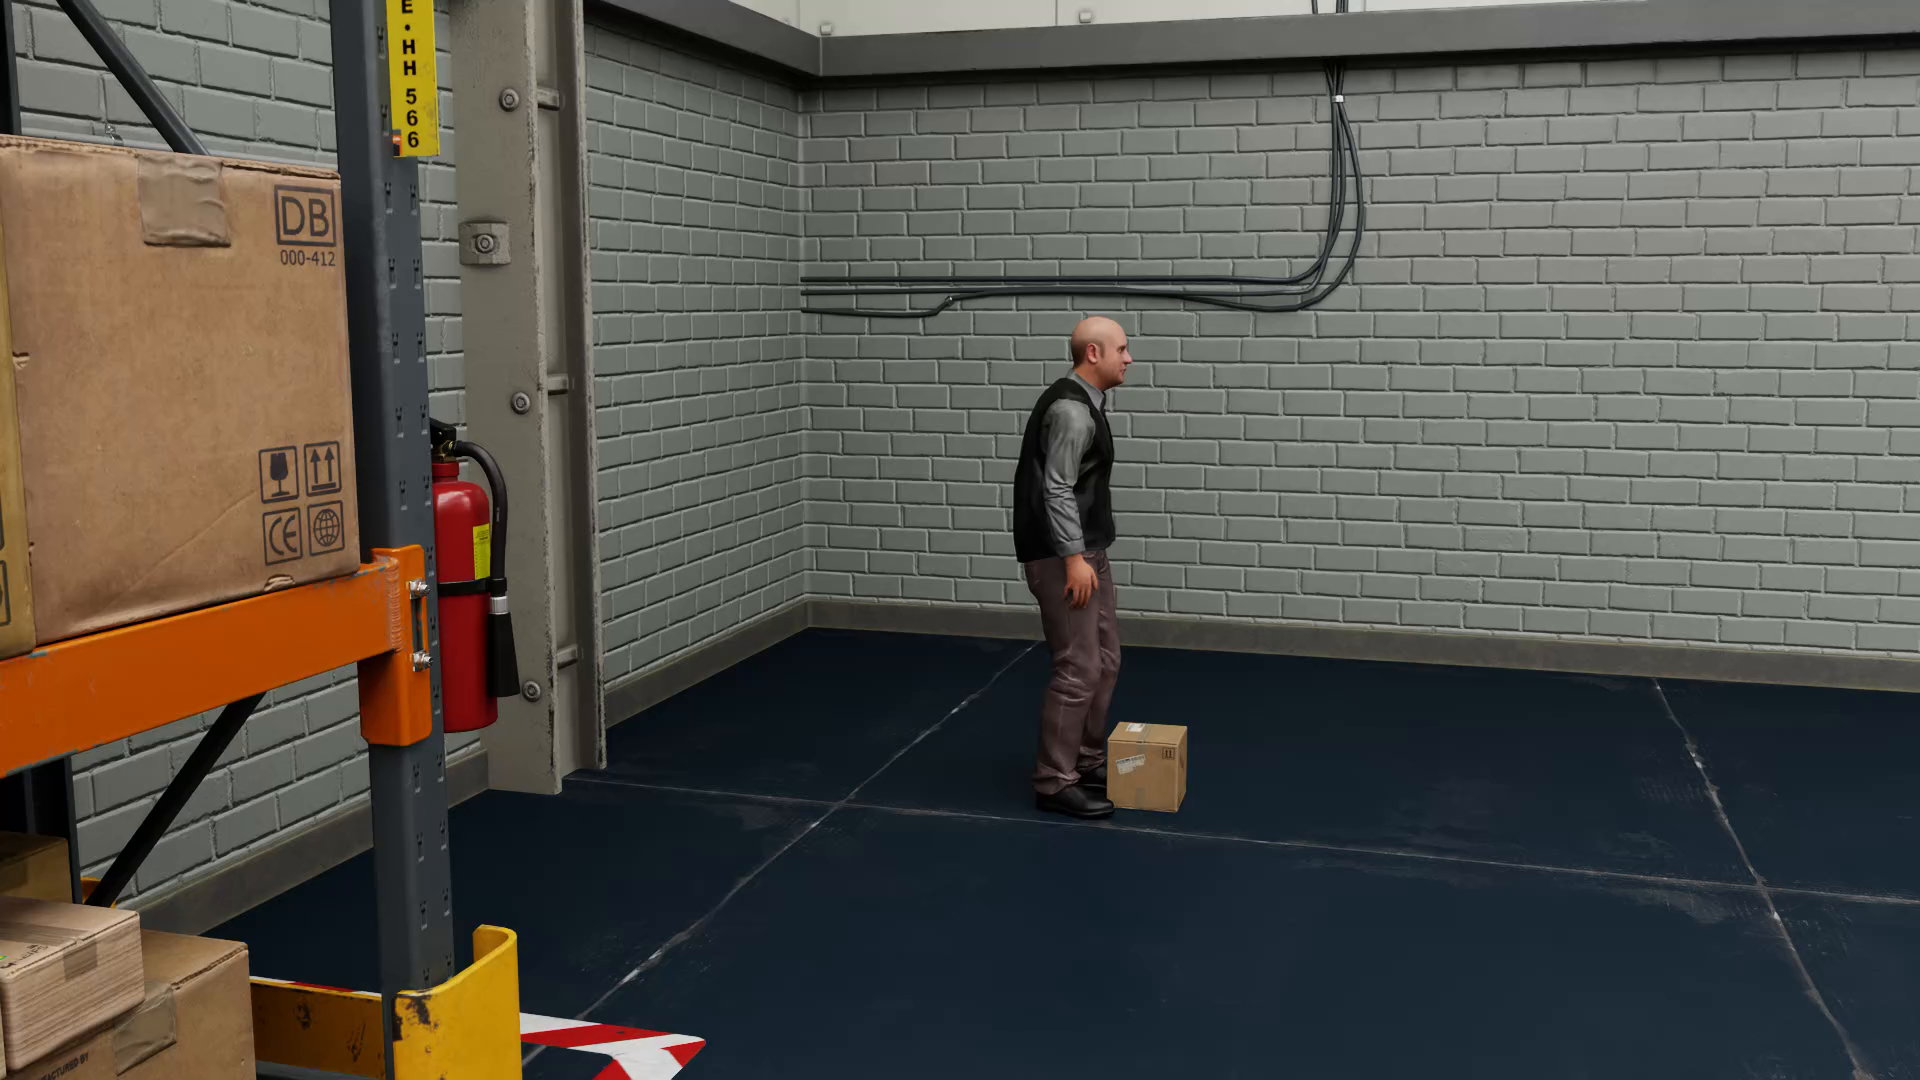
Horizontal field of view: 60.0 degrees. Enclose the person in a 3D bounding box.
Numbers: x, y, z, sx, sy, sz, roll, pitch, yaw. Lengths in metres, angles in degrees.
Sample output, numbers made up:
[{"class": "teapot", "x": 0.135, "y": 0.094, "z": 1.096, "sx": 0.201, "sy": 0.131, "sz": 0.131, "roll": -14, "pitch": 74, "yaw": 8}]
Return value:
[{"class": "person", "x": 0.426, "y": 0.072, "z": 5.917, "sx": 0.472, "sy": 1.721, "sz": 0.594, "roll": 2, "pitch": 8, "yaw": 13}]
